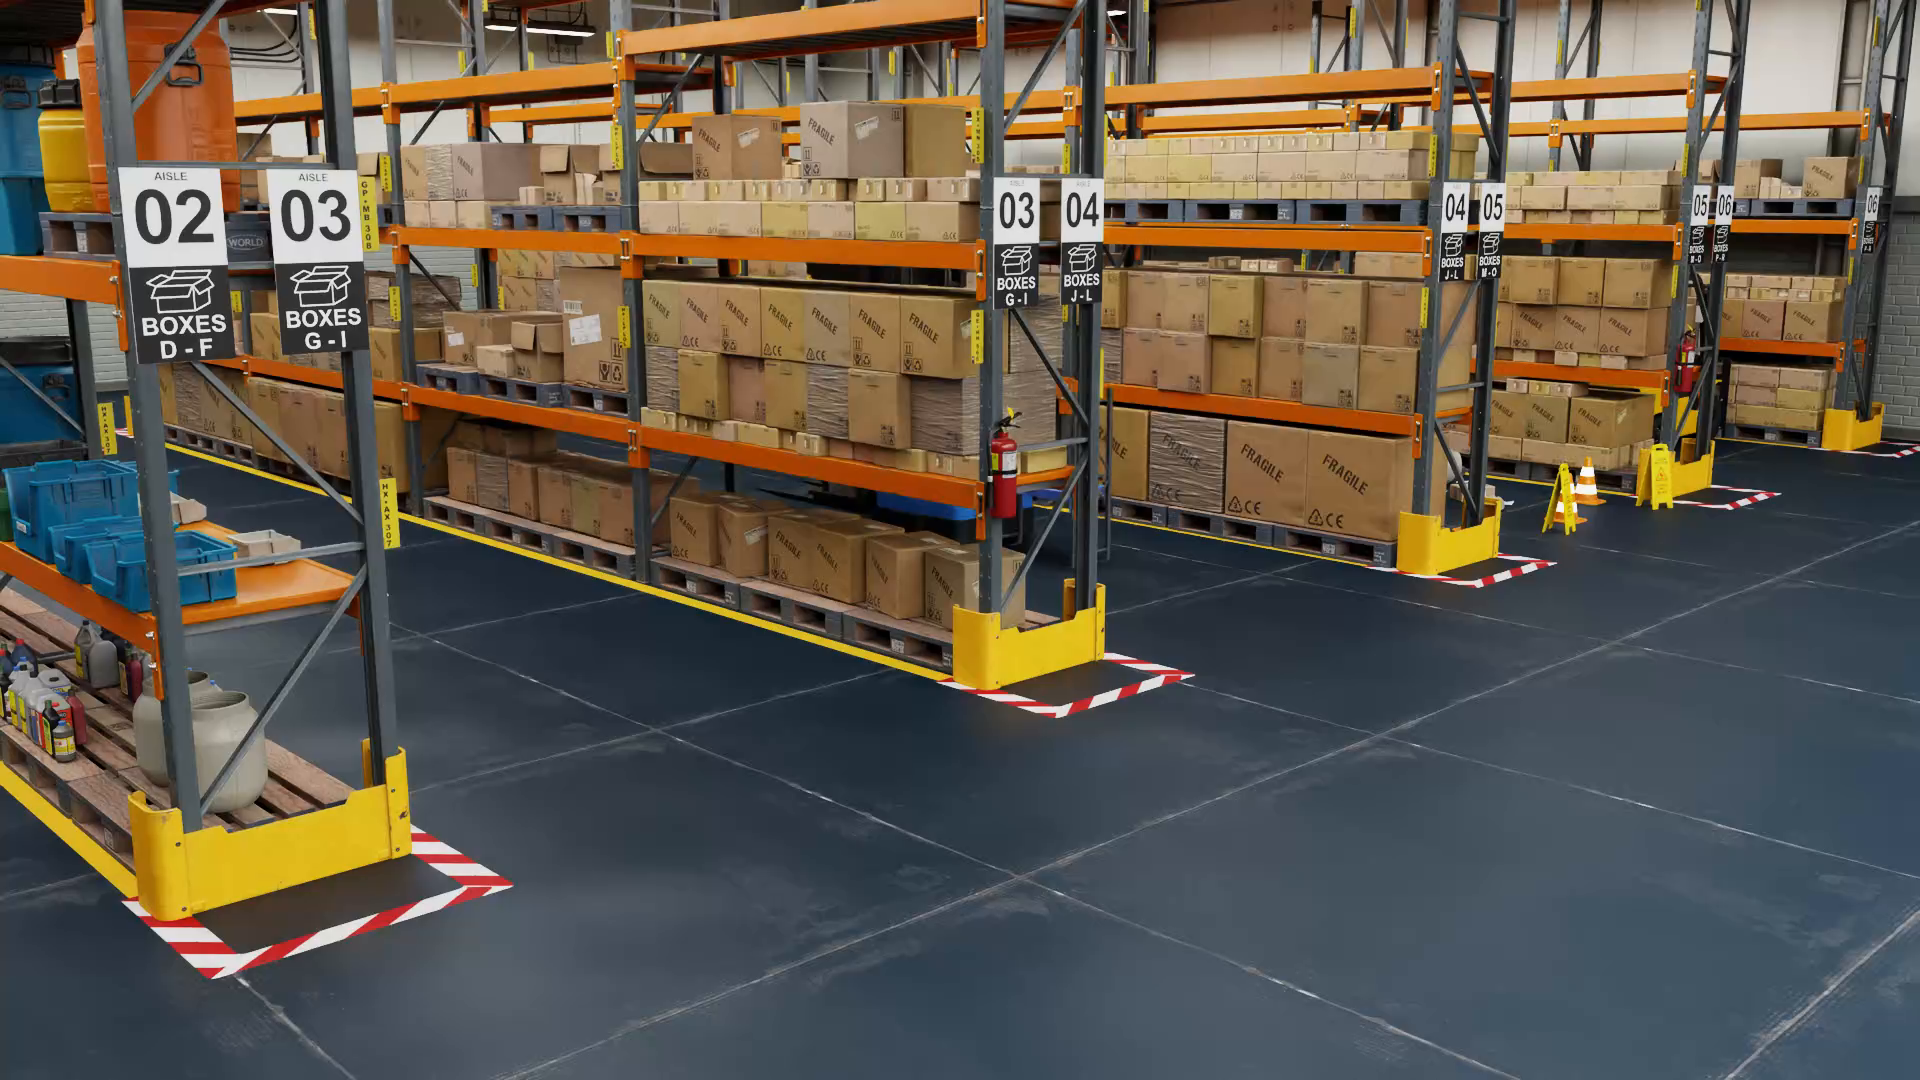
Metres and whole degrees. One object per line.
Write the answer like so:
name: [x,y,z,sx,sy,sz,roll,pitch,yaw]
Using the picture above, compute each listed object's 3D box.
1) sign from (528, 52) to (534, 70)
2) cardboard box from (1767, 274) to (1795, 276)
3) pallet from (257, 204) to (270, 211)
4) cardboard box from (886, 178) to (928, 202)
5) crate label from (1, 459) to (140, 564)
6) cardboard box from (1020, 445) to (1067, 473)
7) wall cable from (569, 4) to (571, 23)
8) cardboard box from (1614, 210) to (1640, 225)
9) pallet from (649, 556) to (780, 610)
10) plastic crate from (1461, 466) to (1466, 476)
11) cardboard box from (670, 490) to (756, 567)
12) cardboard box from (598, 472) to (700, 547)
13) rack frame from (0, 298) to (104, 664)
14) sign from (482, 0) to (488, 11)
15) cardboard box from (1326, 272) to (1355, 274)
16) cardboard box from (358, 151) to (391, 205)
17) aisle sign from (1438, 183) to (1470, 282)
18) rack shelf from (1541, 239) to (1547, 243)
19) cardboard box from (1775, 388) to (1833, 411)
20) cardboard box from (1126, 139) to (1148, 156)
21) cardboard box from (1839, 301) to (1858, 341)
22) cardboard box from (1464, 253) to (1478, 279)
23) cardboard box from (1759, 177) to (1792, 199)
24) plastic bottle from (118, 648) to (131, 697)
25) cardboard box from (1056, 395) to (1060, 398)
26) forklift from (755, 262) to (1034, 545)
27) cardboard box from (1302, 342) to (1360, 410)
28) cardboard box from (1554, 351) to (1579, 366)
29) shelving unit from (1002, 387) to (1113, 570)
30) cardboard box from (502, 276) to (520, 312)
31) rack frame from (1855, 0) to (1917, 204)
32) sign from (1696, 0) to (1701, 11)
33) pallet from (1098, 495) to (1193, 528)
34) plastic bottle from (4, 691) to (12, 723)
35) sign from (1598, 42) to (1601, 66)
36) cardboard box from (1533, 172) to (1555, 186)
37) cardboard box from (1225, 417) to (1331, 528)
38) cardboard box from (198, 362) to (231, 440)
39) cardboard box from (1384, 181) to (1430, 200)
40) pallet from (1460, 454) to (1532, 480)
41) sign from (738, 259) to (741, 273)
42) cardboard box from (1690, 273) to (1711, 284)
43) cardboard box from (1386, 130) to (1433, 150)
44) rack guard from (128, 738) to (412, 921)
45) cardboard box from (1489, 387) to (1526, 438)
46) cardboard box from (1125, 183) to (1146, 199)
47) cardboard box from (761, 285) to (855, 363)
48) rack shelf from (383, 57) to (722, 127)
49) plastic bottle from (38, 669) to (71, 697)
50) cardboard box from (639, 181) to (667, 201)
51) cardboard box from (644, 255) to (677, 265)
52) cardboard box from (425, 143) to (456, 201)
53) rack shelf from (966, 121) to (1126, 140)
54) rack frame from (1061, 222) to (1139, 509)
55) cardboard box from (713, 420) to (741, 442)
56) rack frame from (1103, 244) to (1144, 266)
sign: [-6.455,-7.160,24.994,0.100,0.325,0.005,-11,16,-43]
cardboard box: [10.690,-3.382,21.642,0.380,0.149,0.250,-11,16,-42]
pallet: [-7.096,-3.600,18.332,1.217,0.209,0.805,11,16,43]
cardboard box: [-0.259,-2.267,10.772,0.250,0.149,0.380,11,16,43]
crate label: [-4.527,-0.159,8.498,0.502,0.435,0.616,-11,16,-43]
cardboard box: [0.498,-0.552,11.119,0.380,0.149,0.250,-11,16,-43]
wall cable: [-8.248,-11.131,30.625,2.355,3.000,0.029,-11,16,-43]
cardboard box: [7.045,-3.372,17.374,0.380,0.149,0.250,-11,16,-42]
pallet: [-1.751,0.275,13.394,1.003,0.211,1.213,-11,16,-43]
plastic crate: [5.418,-0.792,18.895,0.583,0.080,0.402,6,13,26]
cardboard box: [-1.993,-0.102,13.464,0.500,0.500,0.500,11,16,43]
cardboard box: [-2.649,-0.268,14.222,0.500,0.500,0.700,10,15,41]
rack frame: [-5.823,-0.494,10.214,1.000,3.000,0.127,-11,16,-43]
sign: [-4.617,-5.280,16.064,0.100,0.325,0.005,-11,16,-43]
cardboard box: [4.811,-3.074,20.711,0.500,0.500,0.500,-10,16,-41]
cardboard box: [-5.476,-3.572,16.426,0.797,0.503,0.637,-10,15,-39]
aisle sign: [4.011,-2.498,13.499,0.394,0.787,0.004,-11,16,-43]
rack shelf: [7.133,-4.666,24.814,1.077,0.370,4.000,-11,16,-43]
cardboard box: [10.715,-1.805,21.112,0.500,0.250,0.500,-11,16,-43]
cardboard box: [1.774,-3.677,15.590,0.380,0.149,0.250,-11,16,-43]
cardboard box: [11.136,-2.834,21.323,0.500,0.500,0.500,-10,15,-41]
cardboard box: [5.738,-3.001,18.917,0.700,0.500,0.500,-11,16,-44]
cardboard box: [10.310,-4.447,21.013,0.396,0.266,0.258,-11,16,-42]
plastic bottle: [-4.870,0.768,9.731,0.061,0.283,0.133,-11,16,-43]
cardboard box: [1.748,-2.426,23.818,0.875,0.875,0.875,-11,16,-43]
forklift: [-0.733,-1.578,15.644,3.031,2.935,1.130,11,16,43]
cardboard box: [3.494,-1.475,14.606,0.875,0.550,0.550,-11,16,-43]
cardboard box: [6.660,-1.978,18.042,0.380,0.149,0.250,-11,16,-42]
shelving unit: [0.746,-0.593,14.413,1.048,1.500,0.538,11,16,43]
cardboard box: [-6.372,-3.628,24.441,0.500,0.500,0.500,-11,16,-42]
rack frame: [11.277,-5.612,20.188,1.000,3.000,0.127,-11,16,-43]
sign: [7.274,-5.380,16.357,0.100,0.325,0.005,-11,16,-43]
pallet: [1.885,-0.373,16.538,1.003,0.211,1.213,-11,16,-43]
plastic bottle: [-5.256,0.909,9.250,0.097,0.201,0.097,0,12,0]
sign: [8.933,-6.805,23.270,0.100,0.325,0.005,-11,16,-43]
cardboard box: [6.439,-3.927,18.089,0.250,0.149,0.380,11,16,44]
cardboard box: [3.054,-0.660,15.244,0.875,0.875,0.875,-11,16,-43]
cardboard box: [-8.785,-1.756,20.563,0.875,0.875,0.875,-11,16,-43]
cardboard box: [3.704,-2.879,13.691,0.380,0.149,0.250,-11,16,-43]
pallet: [6.263,-0.928,19.232,1.003,0.211,1.213,-11,16,-43]
sign: [-3.766,-4.703,28.301,0.100,0.325,0.005,-11,16,-43]
cardboard box: [9.813,-3.432,21.882,0.380,0.149,0.250,-11,16,-42]
cardboard box: [3.701,-3.270,13.613,0.380,0.149,0.250,-11,16,-42]
rack guard: [-3.147,1.309,7.655,1.175,0.500,0.348,-11,16,-43]
cardboard box: [6.241,-1.439,18.714,0.500,0.500,0.500,11,16,44]
cardboard box: [1.774,-3.287,15.670,0.380,0.149,0.250,-11,16,-43]
cardboard box: [-1.069,-1.550,11.878,0.500,0.500,0.500,-11,16,-43]
rack shelf: [-3.622,-3.866,14.489,1.077,0.370,4.000,-11,16,-43]
plastic bottle: [-5.052,0.865,9.276,0.152,0.276,0.135,-11,16,-43]
cardboard box: [-2.239,-2.685,12.798,0.250,0.149,0.380,11,16,44]
cardboard box: [-4.243,-3.812,22.858,0.500,0.500,0.500,-10,16,-41]
cardboard box: [-4.517,-3.352,15.166,0.500,0.500,0.500,-11,16,-42]
rack shelf: [0.784,-5.831,24.025,1.077,0.370,4.000,-11,16,-43]
rack frame: [1.417,-1.861,16.848,1.000,3.000,0.127,-11,16,-43]
cardboard box: [-1.631,-0.840,12.514,0.380,0.149,0.250,-11,16,-43]
rack frame: [2.165,-3.149,23.101,1.000,3.000,0.127,-11,16,-43]
